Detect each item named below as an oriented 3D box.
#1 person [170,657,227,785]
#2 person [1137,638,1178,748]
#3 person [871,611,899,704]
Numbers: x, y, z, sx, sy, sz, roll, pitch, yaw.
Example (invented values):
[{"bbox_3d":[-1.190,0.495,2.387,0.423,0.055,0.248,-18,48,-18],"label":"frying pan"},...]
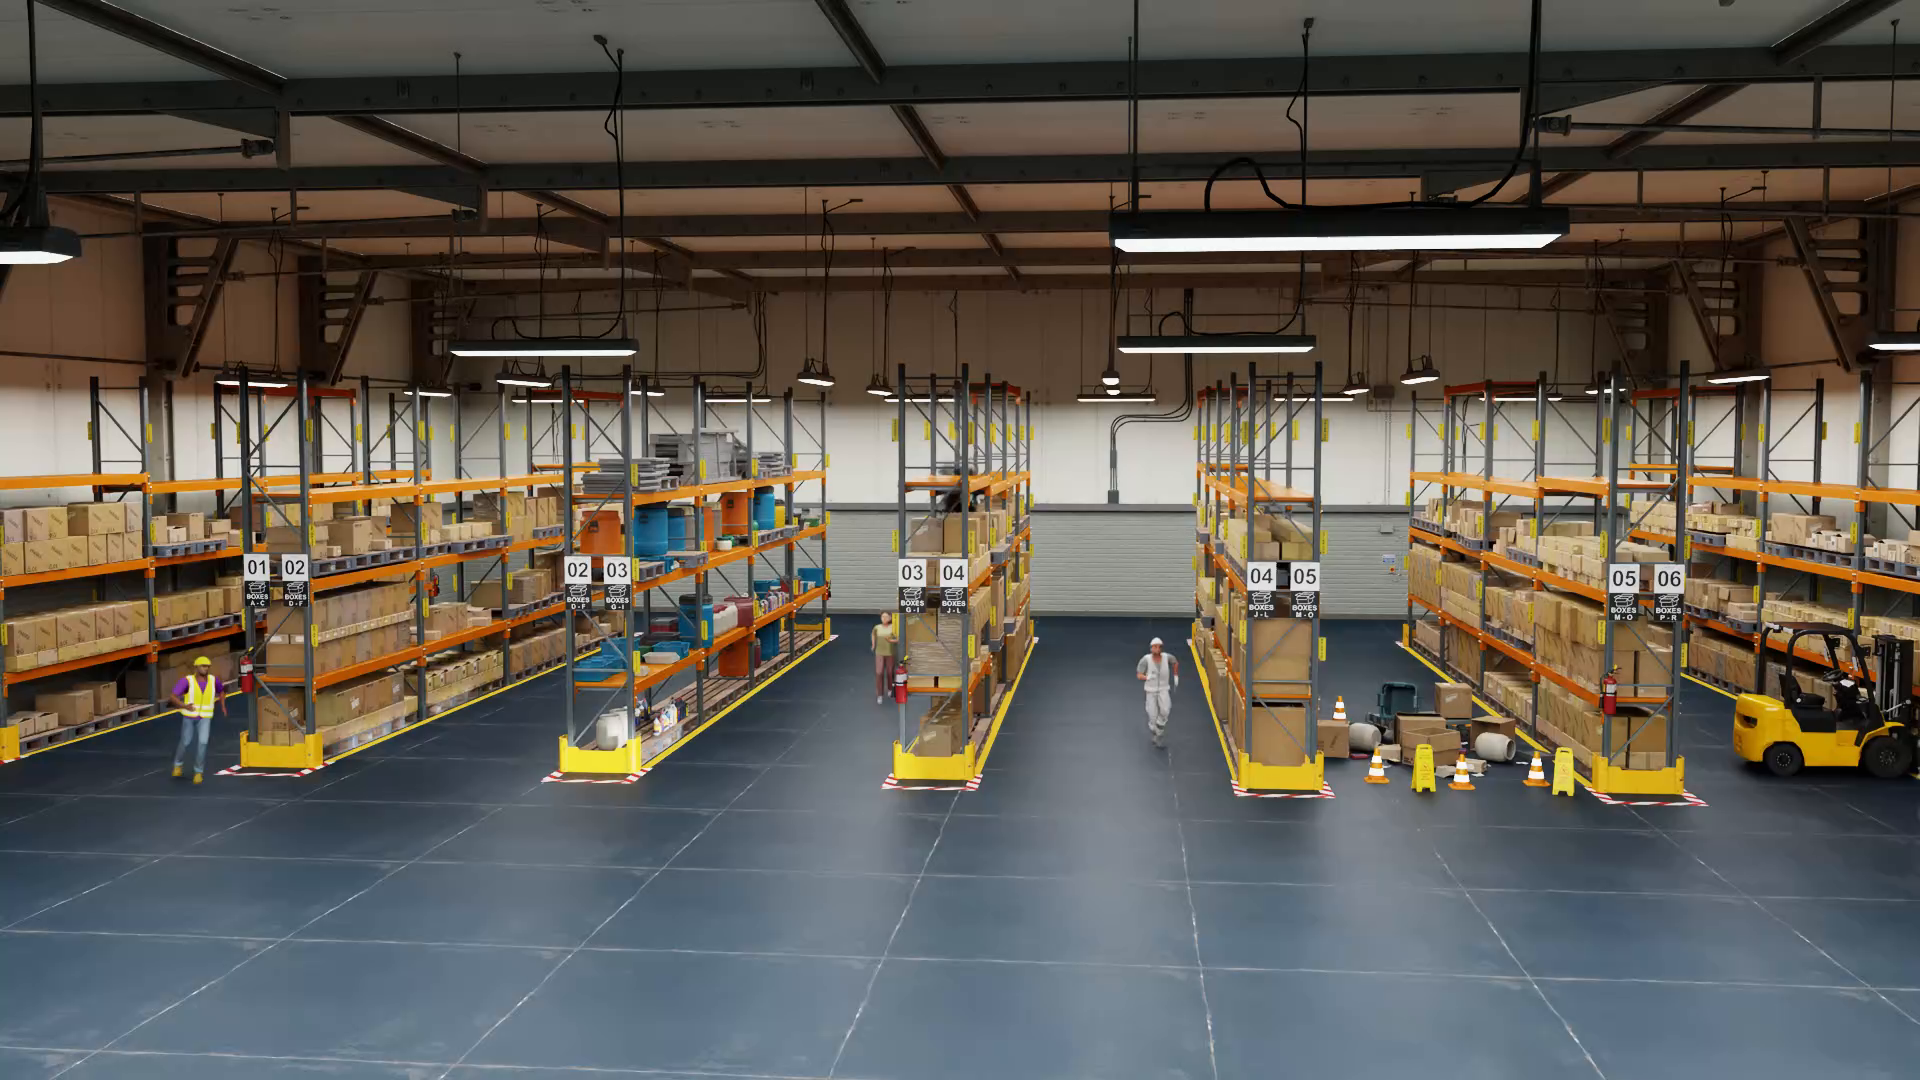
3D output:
[{"bbox_3d":[-10.980,2.576,24.022,0.766,1.768,0.855,-3,5,-37],"label":"person"},{"bbox_3d":[3.140,2.414,26.358,0.696,1.745,0.810,0,4,-2],"label":"person"},{"bbox_3d":[-1.387,2.154,30.971,0.568,1.677,0.942,0,4,4],"label":"person"}]
